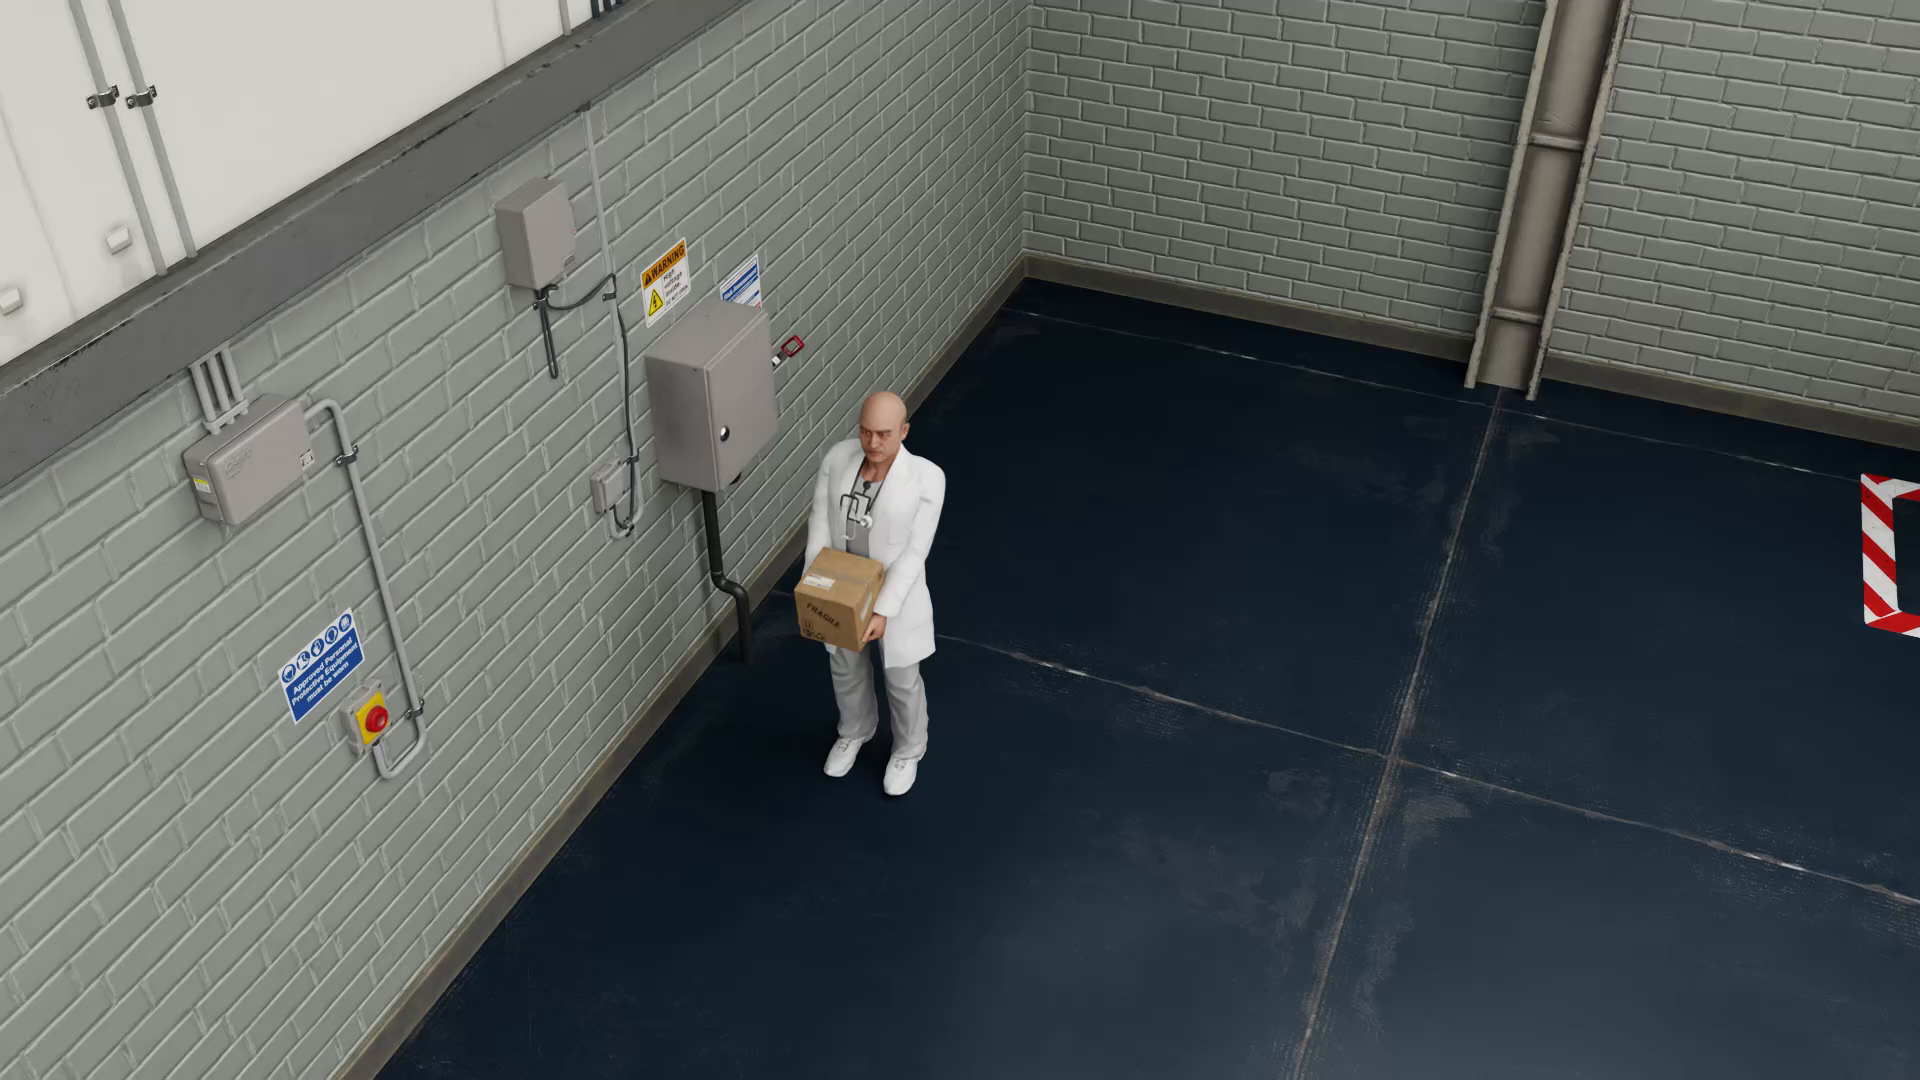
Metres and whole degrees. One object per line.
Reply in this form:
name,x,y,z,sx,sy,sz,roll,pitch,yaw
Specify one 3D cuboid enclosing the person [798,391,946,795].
person,-0.365,0.270,6.480,0.529,1.772,0.560,15,39,19
